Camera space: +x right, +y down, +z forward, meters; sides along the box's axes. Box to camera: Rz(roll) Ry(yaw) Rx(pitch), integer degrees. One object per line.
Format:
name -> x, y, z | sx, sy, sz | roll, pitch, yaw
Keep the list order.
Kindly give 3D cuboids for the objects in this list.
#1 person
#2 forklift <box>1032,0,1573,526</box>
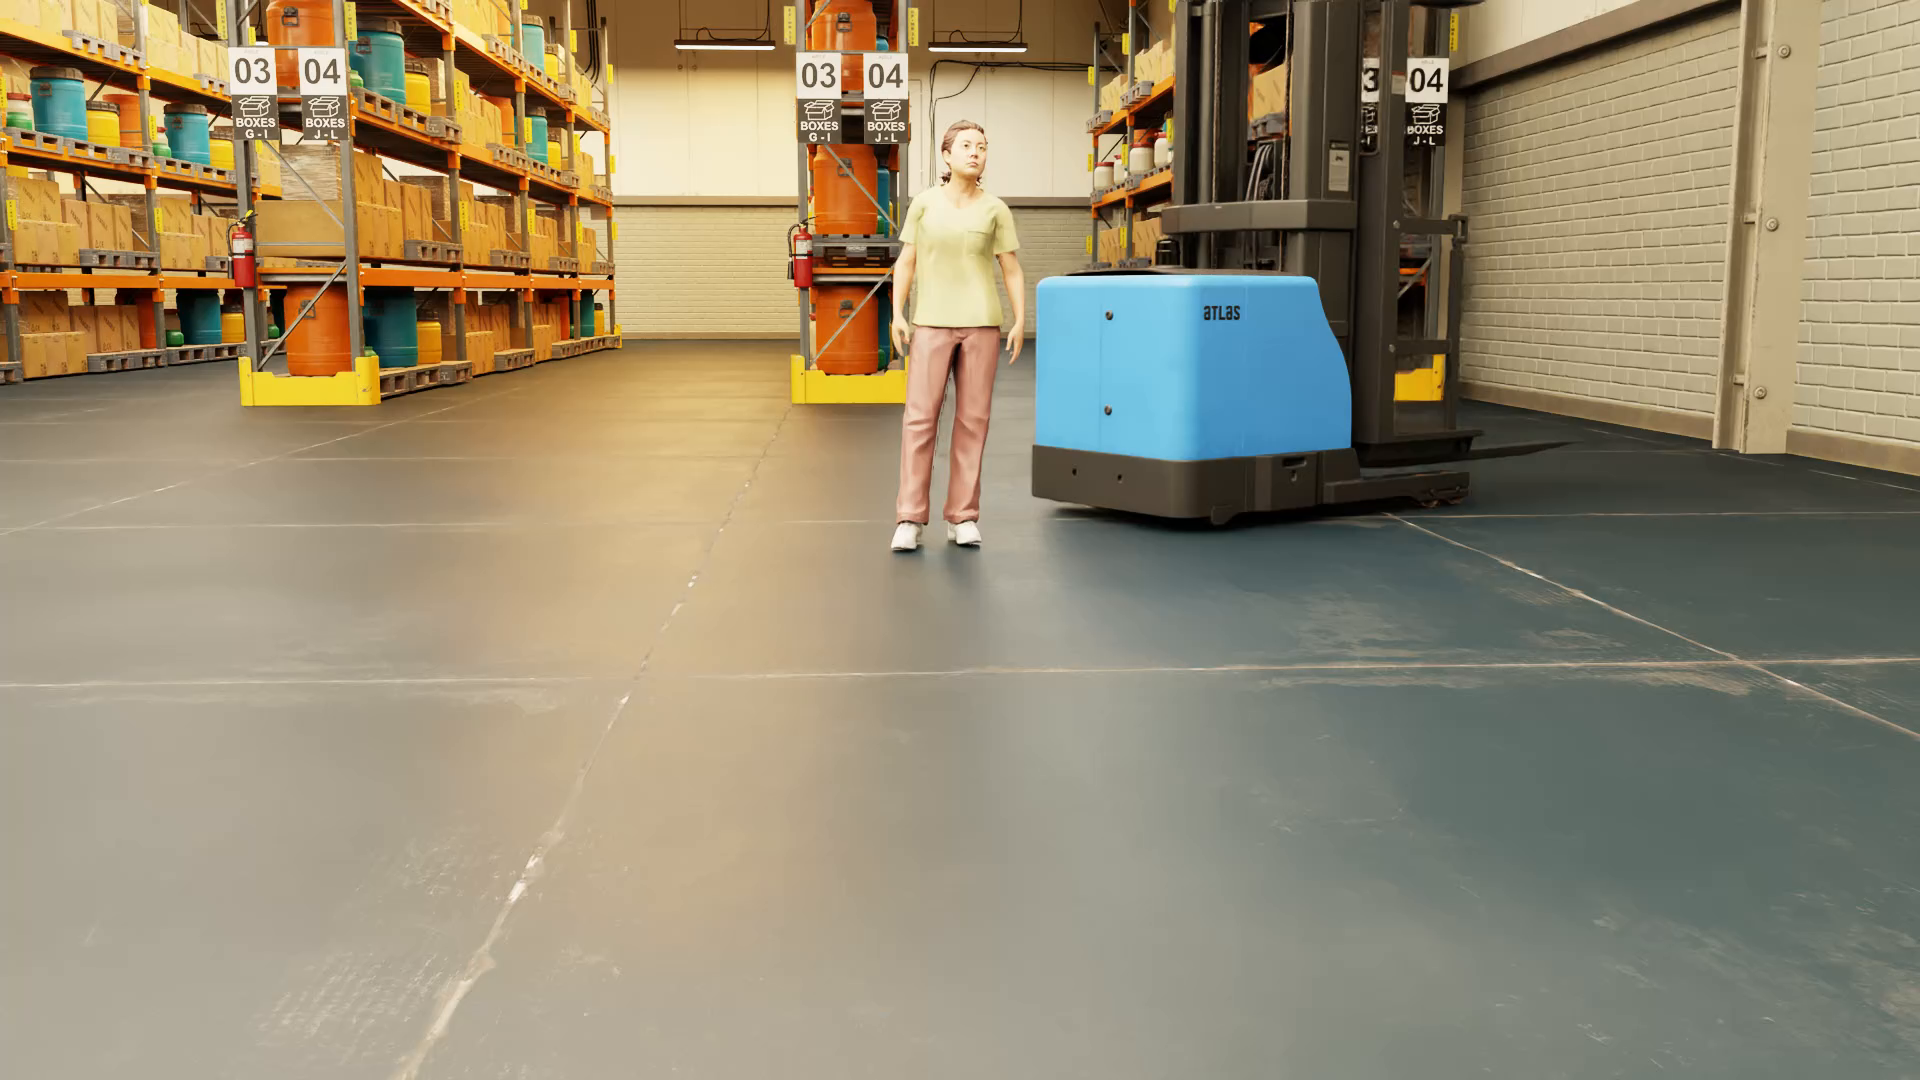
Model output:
person -> -0.006, -0.822, 6.606 | 0.553, 1.674, 0.534 | -1, 8, -4
forklift -> 1.821, -1.656, 7.982 | 3.031, 2.935, 1.130 | -6, 10, -36
